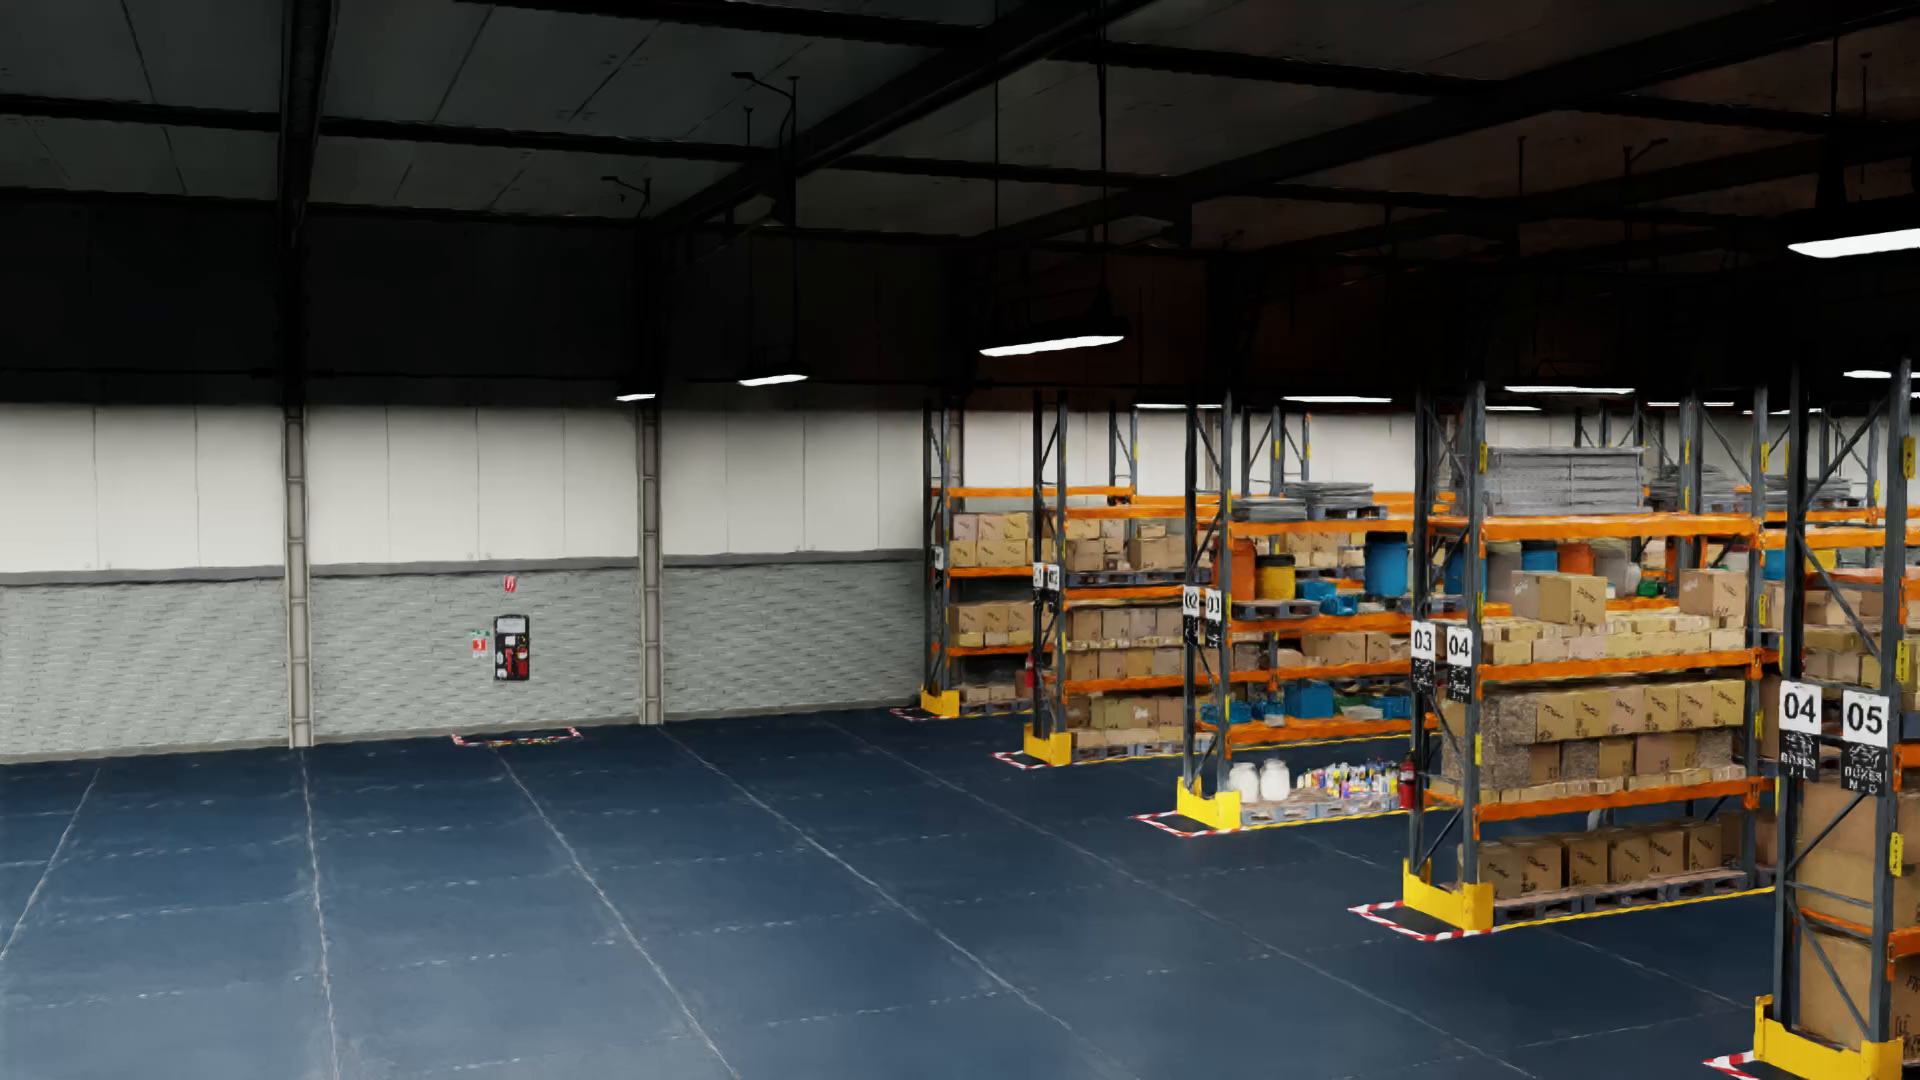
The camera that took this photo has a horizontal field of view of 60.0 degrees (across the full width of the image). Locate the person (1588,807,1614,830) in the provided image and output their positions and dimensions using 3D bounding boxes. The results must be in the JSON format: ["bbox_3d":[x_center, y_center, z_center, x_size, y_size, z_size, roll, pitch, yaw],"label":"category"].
[{"bbox_3d":[8.324,3.056,21.388,0.408,1.680,0.538,2,4,37],"label":"person"}]
